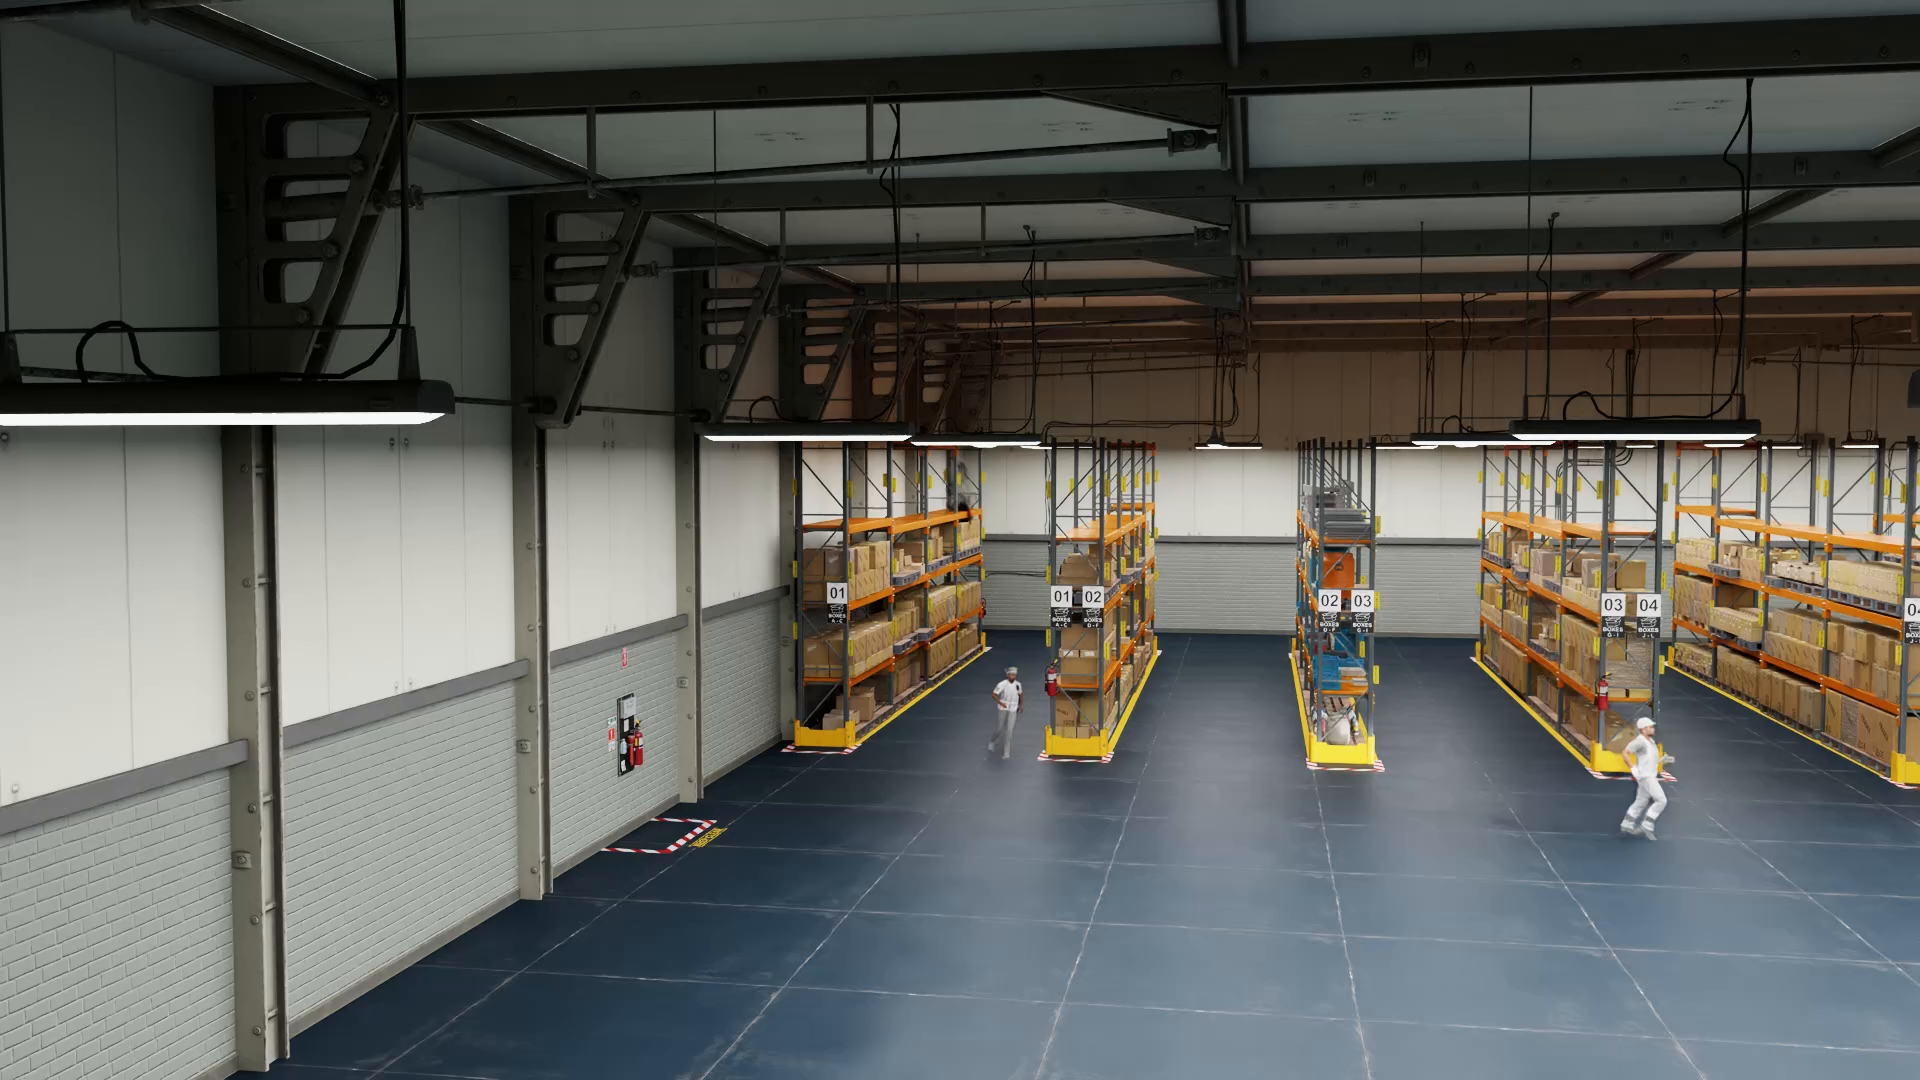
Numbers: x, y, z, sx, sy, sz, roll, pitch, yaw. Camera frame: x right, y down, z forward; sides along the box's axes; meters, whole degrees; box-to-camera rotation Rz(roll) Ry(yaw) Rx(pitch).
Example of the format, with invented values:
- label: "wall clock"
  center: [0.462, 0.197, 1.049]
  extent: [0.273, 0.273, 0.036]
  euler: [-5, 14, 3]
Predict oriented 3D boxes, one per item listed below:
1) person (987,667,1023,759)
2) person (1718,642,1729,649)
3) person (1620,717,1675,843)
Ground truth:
- label: "person"
  center: [0.905, 3.221, 31.295]
  extent: [0.660, 1.673, 0.924]
  euler: [-1, 3, -11]
- label: "person"
  center: [20.682, 2.498, 45.361]
  extent: [0.838, 1.607, 0.531]
  euler: [0, 3, 2]
- label: "person"
  center: [10.136, 3.529, 24.524]
  extent: [0.735, 1.817, 0.641]
  euler: [2, 4, 32]
